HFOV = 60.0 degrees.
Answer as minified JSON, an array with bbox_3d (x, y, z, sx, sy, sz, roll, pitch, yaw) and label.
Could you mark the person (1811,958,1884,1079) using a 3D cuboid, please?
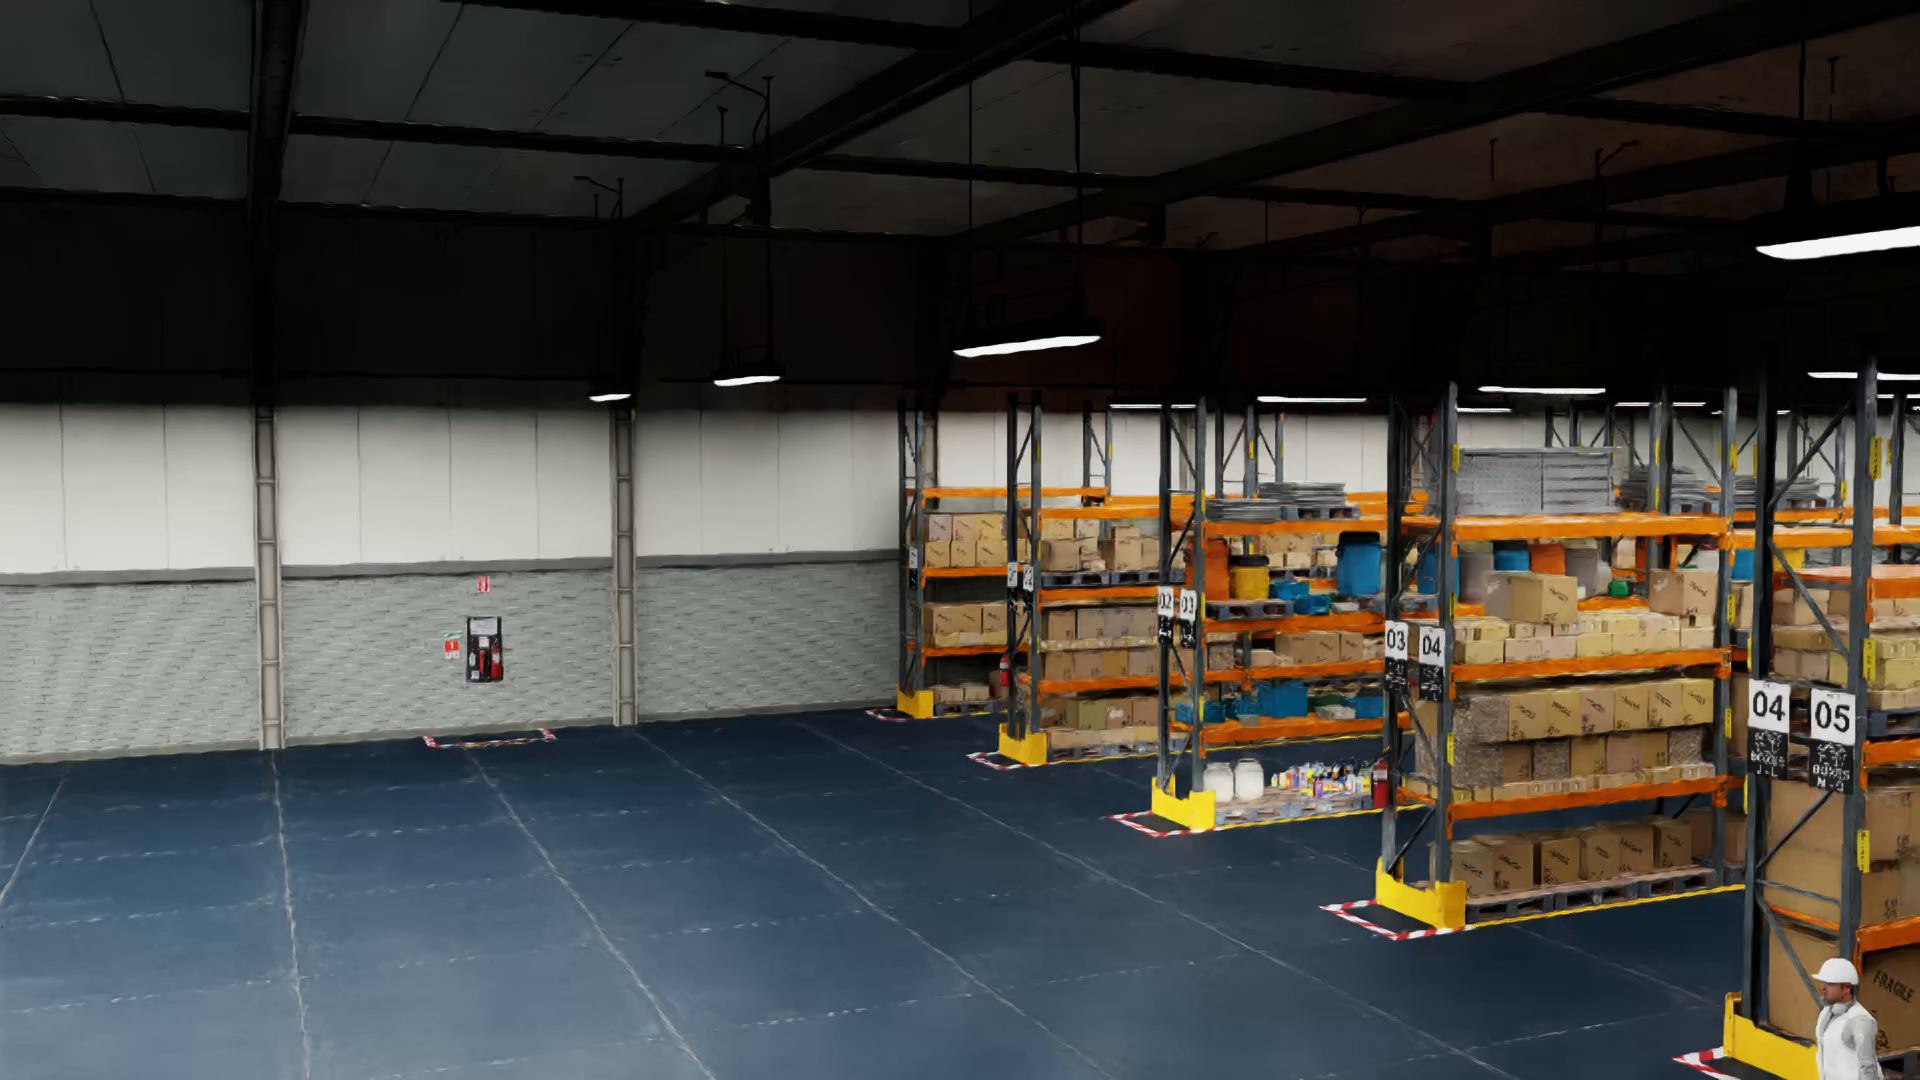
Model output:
[{"bbox_3d":[5.995,3.656,11.131,0.954,1.721,0.572,0,3,-3],"label":"person"}]
